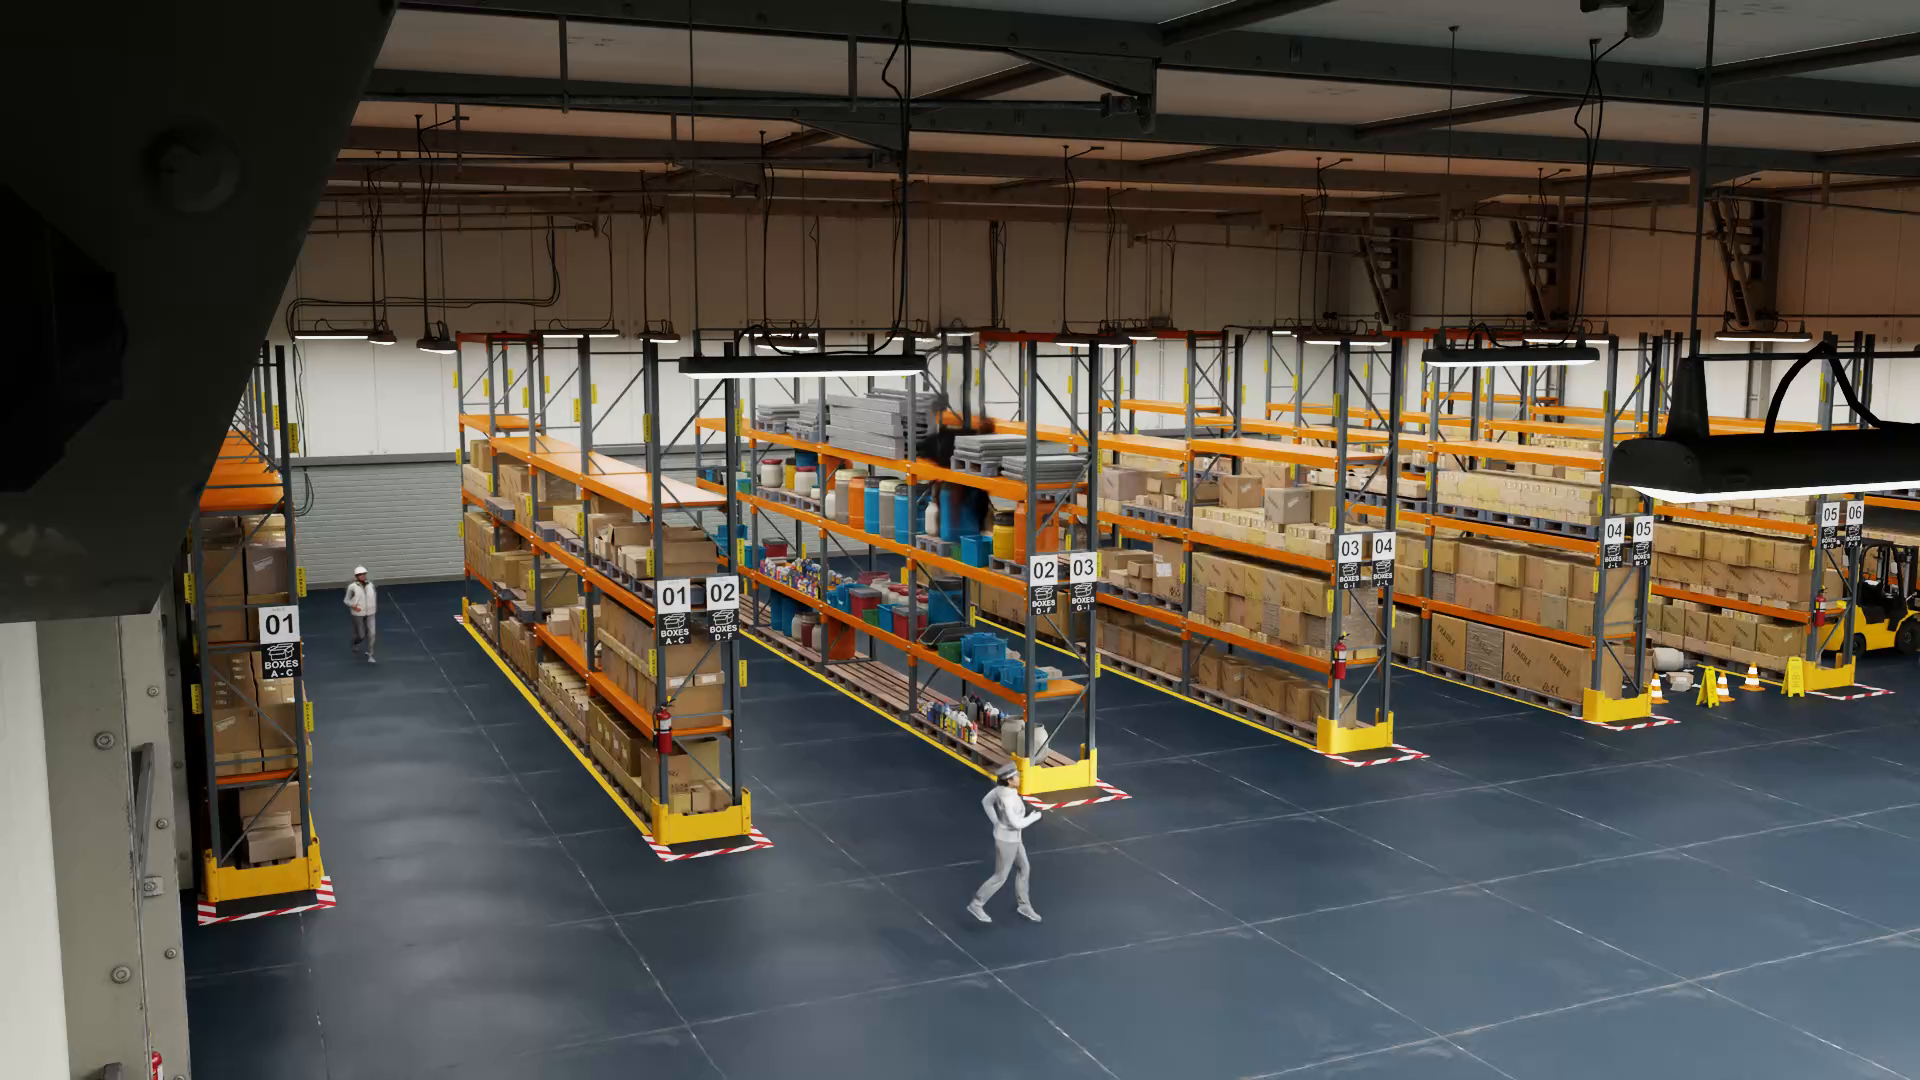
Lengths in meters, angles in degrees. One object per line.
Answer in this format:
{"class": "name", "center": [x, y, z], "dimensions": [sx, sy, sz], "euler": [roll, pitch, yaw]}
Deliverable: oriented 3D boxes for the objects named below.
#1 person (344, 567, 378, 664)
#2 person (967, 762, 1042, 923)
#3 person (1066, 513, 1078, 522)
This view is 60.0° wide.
{"class": "person", "center": [-10.968, 1.362, 30.548], "dimensions": [0.662, 1.771, 0.864], "euler": [-6, 10, -39]}
{"class": "person", "center": [0.466, 3.163, 17.302], "dimensions": [0.798, 1.744, 0.636], "euler": [0, 8, -4]}
{"class": "person", "center": [2.709, -0.028, 41.248], "dimensions": [0.599, 1.665, 0.633], "euler": [-4, 9, -26]}
